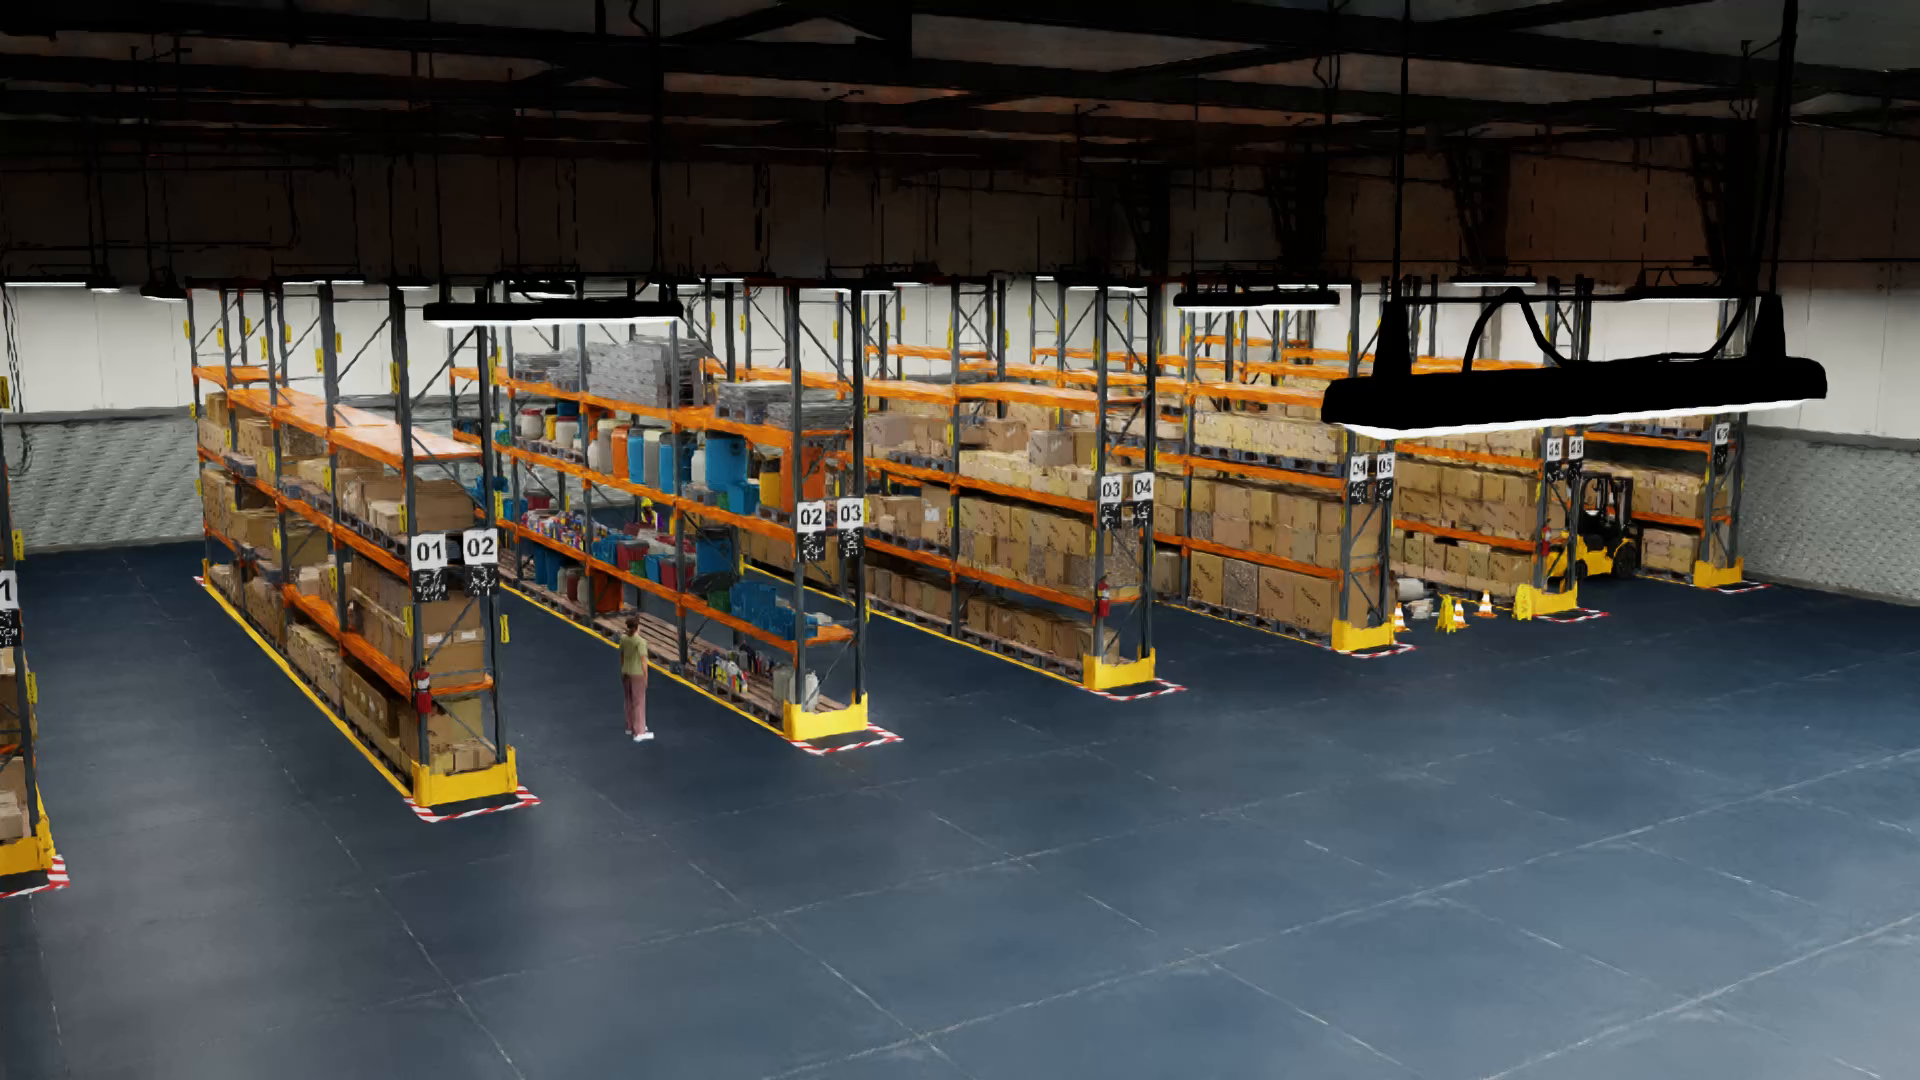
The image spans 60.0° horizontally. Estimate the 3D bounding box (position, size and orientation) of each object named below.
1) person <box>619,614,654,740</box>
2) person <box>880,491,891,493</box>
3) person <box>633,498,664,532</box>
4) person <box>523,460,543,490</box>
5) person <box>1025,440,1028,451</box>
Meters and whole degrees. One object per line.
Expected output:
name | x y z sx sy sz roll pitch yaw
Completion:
person | -4.309 1.806 22.165 0.508 1.677 0.428 6 11 33
person | -1.584 -0.287 34.568 0.577 1.691 1.121 -5 11 -29
person | -6.118 0.022 32.730 0.584 1.716 1.040 -6 11 -33
person | -10.255 -1.156 40.085 0.520 1.568 0.460 5 11 27
person | 2.042 -2.420 47.169 0.587 1.737 0.632 4 10 23
